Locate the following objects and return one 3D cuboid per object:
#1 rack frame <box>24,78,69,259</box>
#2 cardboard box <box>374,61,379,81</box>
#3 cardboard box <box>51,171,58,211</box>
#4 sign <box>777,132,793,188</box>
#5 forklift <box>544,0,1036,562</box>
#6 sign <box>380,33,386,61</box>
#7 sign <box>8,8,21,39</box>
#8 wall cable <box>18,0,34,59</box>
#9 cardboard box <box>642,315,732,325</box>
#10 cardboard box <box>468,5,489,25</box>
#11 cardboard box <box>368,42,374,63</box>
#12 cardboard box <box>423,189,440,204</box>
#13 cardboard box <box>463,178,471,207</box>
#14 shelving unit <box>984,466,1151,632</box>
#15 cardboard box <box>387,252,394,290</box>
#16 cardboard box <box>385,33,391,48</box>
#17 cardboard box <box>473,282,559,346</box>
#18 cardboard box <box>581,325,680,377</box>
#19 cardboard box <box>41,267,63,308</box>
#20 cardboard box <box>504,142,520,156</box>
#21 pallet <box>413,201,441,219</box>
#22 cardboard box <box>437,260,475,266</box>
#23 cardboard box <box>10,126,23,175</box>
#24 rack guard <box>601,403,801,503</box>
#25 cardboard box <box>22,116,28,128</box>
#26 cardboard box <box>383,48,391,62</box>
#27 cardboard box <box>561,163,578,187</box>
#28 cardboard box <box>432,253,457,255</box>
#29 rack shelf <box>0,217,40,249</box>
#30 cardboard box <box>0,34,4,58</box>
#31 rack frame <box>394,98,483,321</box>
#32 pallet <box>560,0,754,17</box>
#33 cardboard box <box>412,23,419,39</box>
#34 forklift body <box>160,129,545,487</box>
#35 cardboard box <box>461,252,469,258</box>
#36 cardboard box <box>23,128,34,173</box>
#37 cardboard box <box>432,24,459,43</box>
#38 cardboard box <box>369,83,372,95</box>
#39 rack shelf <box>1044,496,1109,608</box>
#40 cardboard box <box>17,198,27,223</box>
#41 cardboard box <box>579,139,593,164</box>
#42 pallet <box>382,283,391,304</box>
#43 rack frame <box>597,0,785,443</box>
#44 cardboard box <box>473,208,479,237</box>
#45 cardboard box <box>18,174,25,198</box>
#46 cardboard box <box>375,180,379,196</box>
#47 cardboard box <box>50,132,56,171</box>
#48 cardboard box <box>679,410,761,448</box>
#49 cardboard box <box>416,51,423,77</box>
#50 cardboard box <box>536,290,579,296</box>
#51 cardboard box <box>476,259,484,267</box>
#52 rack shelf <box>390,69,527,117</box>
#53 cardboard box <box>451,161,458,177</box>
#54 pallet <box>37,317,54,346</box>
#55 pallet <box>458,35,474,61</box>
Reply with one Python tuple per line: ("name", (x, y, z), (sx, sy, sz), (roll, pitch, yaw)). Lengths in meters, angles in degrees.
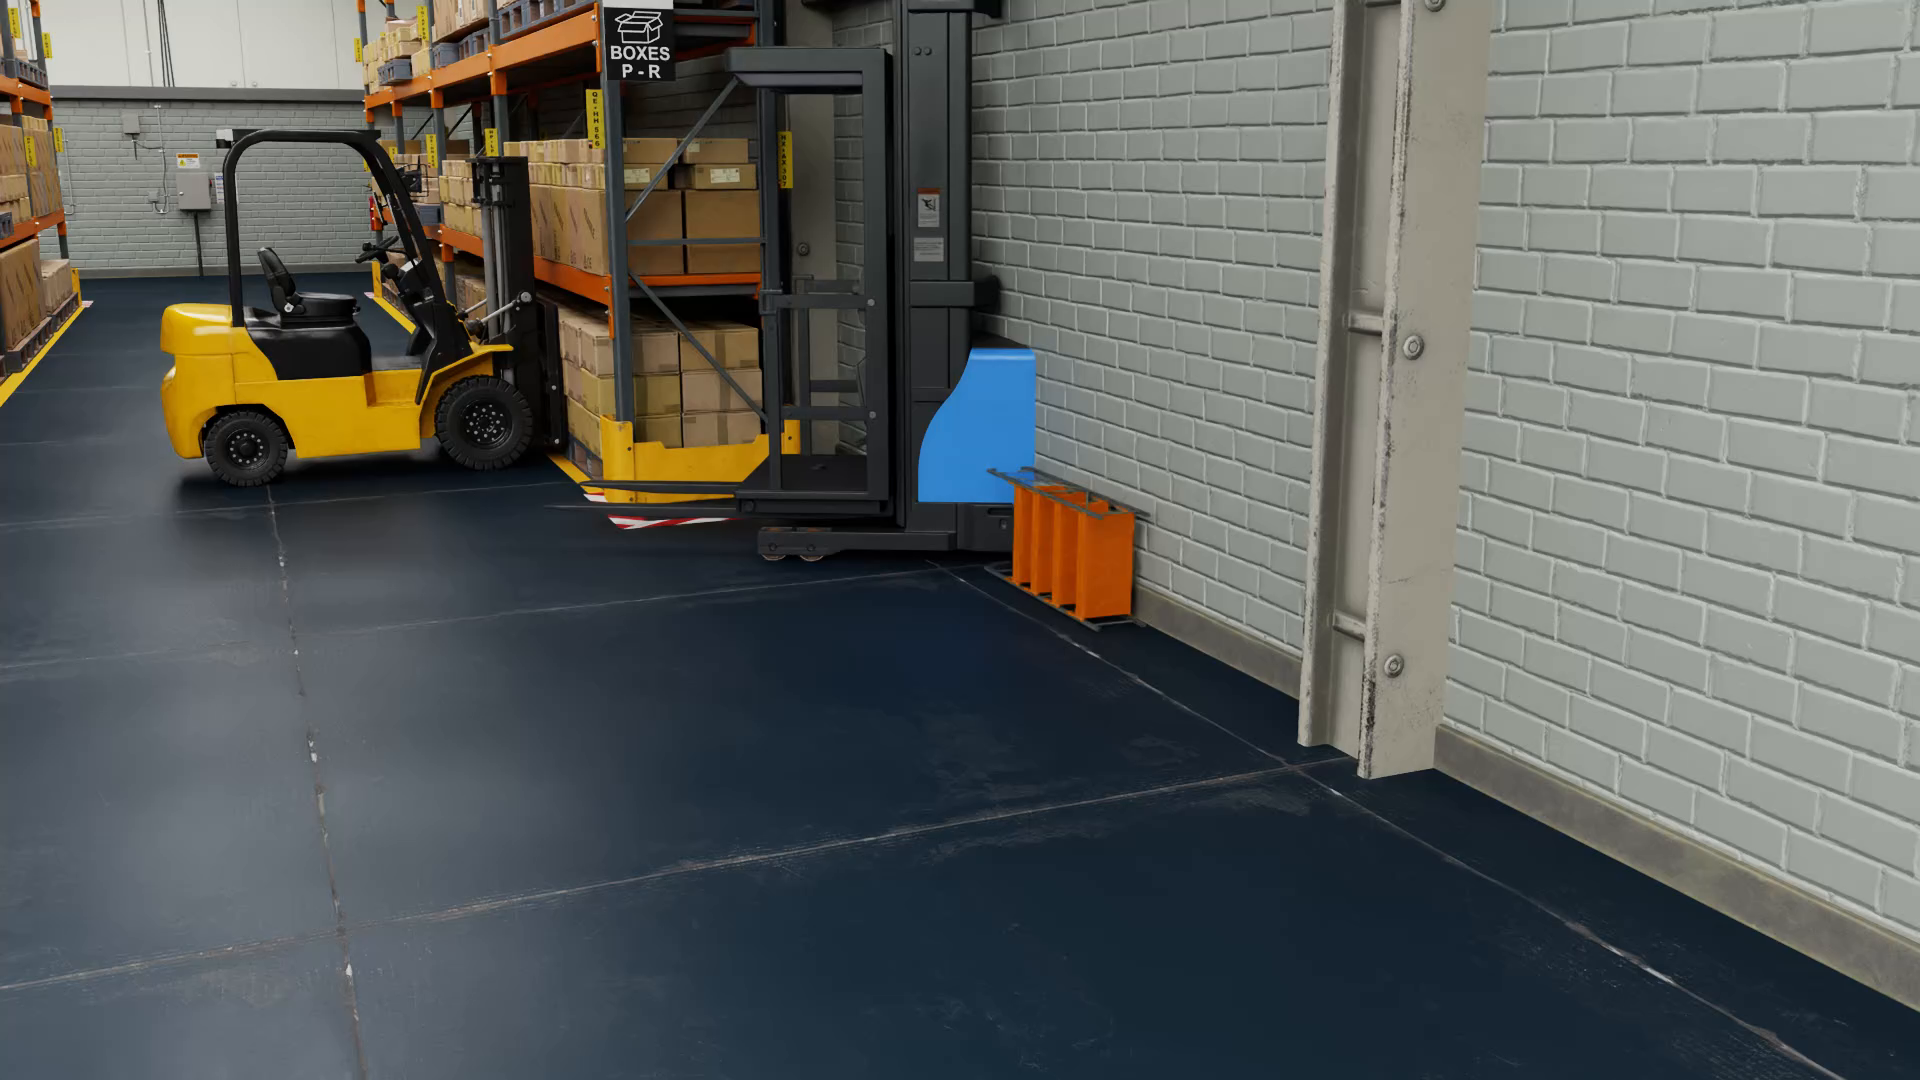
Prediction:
("rack frame", (-12.508, -4.599, 22.090), (1.000, 3.000, 0.127), (-6, 14, -23))
("cardboard box", (-7.390, -6.151, 21.813), (0.500, 0.250, 0.500), (-6, 14, -24))
("cardboard box", (-11.885, -4.467, 21.298), (0.500, 0.500, 0.500), (-6, 14, -24))
("sign", (-1.041, -2.252, 9.852), (0.100, 0.325, 0.005), (-6, 14, -23))
("forklift", (-0.628, -1.437, 8.579), (3.031, 2.935, 1.130), (1, 13, 4))
("sign", (-6.853, -5.885, 19.845), (0.100, 0.325, 0.005), (-6, 14, -23))
("sign", (-10.413, -5.691, 18.308), (0.100, 0.325, 0.005), (-6, 14, -23))
("wall cable", (-15.045, -8.672, 26.381), (0.463, 3.000, 0.029), (-6, 14, -23))
("cardboard box", (-1.775, -1.314, 10.845), (0.500, 0.250, 0.500), (-6, 14, -23))
("cardboard box", (-3.873, -4.361, 13.813), (0.380, 0.149, 0.250), (-6, 14, -23))
("cardboard box", (-7.614, -6.502, 22.221), (0.500, 0.250, 0.500), (-6, 14, -24))
("cardboard box", (-5.372, -3.579, 17.307), (0.380, 0.149, 0.250), (-5, 14, -22))
("cardboard box", (-4.183, -3.136, 14.990), (0.500, 0.250, 0.500), (-5, 14, -22))
("shelving unit", (0.467, 0.016, 7.644), (0.258, 0.503, 1.200), (-4, 14, -23))
("cardboard box", (-7.497, -3.720, 22.904), (0.700, 0.500, 0.500), (-5, 14, -21))
("cardboard box", (-6.407, -5.753, 19.167), (0.380, 0.149, 0.250), (-6, 14, -24))
("cardboard box", (-3.981, -2.040, 15.366), (0.875, 0.625, 0.625), (-6, 14, -25))
("cardboard box", (-2.023, -1.162, 10.187), (0.500, 0.250, 0.500), (-5, 14, -21))
("cardboard box", (-11.418, -3.054, 20.162), (0.875, 0.438, 0.875), (-6, 14, -25))
("cardboard box", (-3.299, -2.986, 12.800), (0.380, 0.149, 0.250), (-5, 14, -22))
("pallet", (-5.540, -3.704, 18.645), (1.003, 0.211, 1.213), (-6, 14, -23))
("cardboard box", (-5.554, -3.000, 18.352), (0.380, 0.149, 0.250), (-6, 14, -24))
("cardboard box", (-10.283, -4.133, 17.635), (0.500, 0.500, 0.500), (-5, 14, -22))
("rack guard", (-1.543, -0.520, 10.008), (1.175, 0.500, 0.348), (-6, 14, -23))
("cardboard box", (-11.096, -4.871, 19.385), (0.380, 0.149, 0.250), (-6, 14, -23))
("cardboard box", (-6.532, -5.660, 19.425), (0.380, 0.149, 0.250), (-5, 14, -22))
("cardboard box", (-2.364, -2.366, 10.781), (0.380, 0.149, 0.250), (-6, 14, -25))
("cardboard box", (-6.164, -3.324, 19.755), (0.380, 0.149, 0.250), (-6, 15, -26))
("rack shelf", (-10.105, -3.009, 16.815), (1.077, 0.370, 4.000), (-6, 14, -23))
("cardboard box", (-10.360, -5.232, 17.439), (0.500, 0.311, 0.500), (-6, 14, -23))
("rack frame", (-6.359, -4.222, 20.460), (1.000, 3.000, 0.127), (-6, 14, -23))
("pallet", (-1.812, -3.310, 10.061), (1.003, 0.211, 1.213), (-6, 14, -23))
("cardboard box", (-5.582, -5.384, 17.615), (0.380, 0.149, 0.250), (-6, 14, -24))
("forklift body", (-3.984, -1.556, 10.824), (2.313, 2.155, 1.214), (-6, 14, -23))
("cardboard box", (-5.837, -3.421, 20.172), (0.380, 0.149, 0.250), (-6, 14, -23))
("cardboard box", (-10.875, -4.429, 18.915), (0.500, 0.500, 0.500), (-6, 14, -23))
("cardboard box", (-4.896, -4.897, 16.089), (0.380, 0.166, 0.250), (-6, 14, -23))
("cardboard box", (-7.825, -6.133, 22.623), (0.380, 0.149, 0.250), (-5, 14, -22))
("rack shelf", (0.528, 0.049, 7.504), (0.258, 0.480, 0.148), (-4, 14, -23))
("cardboard box", (-10.292, -3.525, 17.779), (0.500, 0.250, 0.500), (-6, 14, -24))
("cardboard box", (-2.146, -2.407, 10.298), (0.380, 0.149, 0.250), (-5, 14, -22))
("pallet", (-7.611, -3.509, 23.566), (1.003, 0.211, 1.213), (-6, 14, -23))
("rack frame", (-1.552, -1.743, 9.748), (1.000, 3.000, 0.127), (-6, 14, -23))
("cardboard box", (-3.974, -2.785, 14.585), (0.500, 0.250, 0.500), (-6, 14, -23))
("cardboard box", (-10.299, -3.772, 17.738), (0.500, 0.250, 0.500), (-5, 14, -22))
("cardboard box", (-7.825, -4.898, 23.054), (0.500, 0.250, 0.500), (-5, 14, -22))
("cardboard box", (-12.097, -5.057, 21.629), (0.500, 0.500, 0.500), (-5, 14, -21))
("cardboard box", (-1.570, -0.727, 10.525), (0.500, 0.250, 0.500), (-6, 14, -23))
("cardboard box", (-5.387, -4.972, 17.380), (0.500, 0.250, 0.500), (-6, 14, -23))
("cardboard box", (-3.248, -1.793, 12.914), (0.500, 0.250, 0.500), (-6, 14, -24))
("cardboard box", (-5.247, -3.097, 18.771), (0.380, 0.149, 0.250), (-6, 14, -23))
("rack shelf", (-5.558, -4.920, 18.417), (1.077, 0.370, 4.000), (-6, 14, -23))
("cardboard box", (-4.665, -3.562, 15.948), (0.380, 0.149, 0.250), (-5, 14, -21))
("pallet", (-10.528, -2.262, 18.174), (1.003, 0.211, 1.213), (-6, 14, -23))
("pallet", (-3.953, -4.402, 15.004), (1.003, 0.211, 1.213), (-5, 14, -20))
